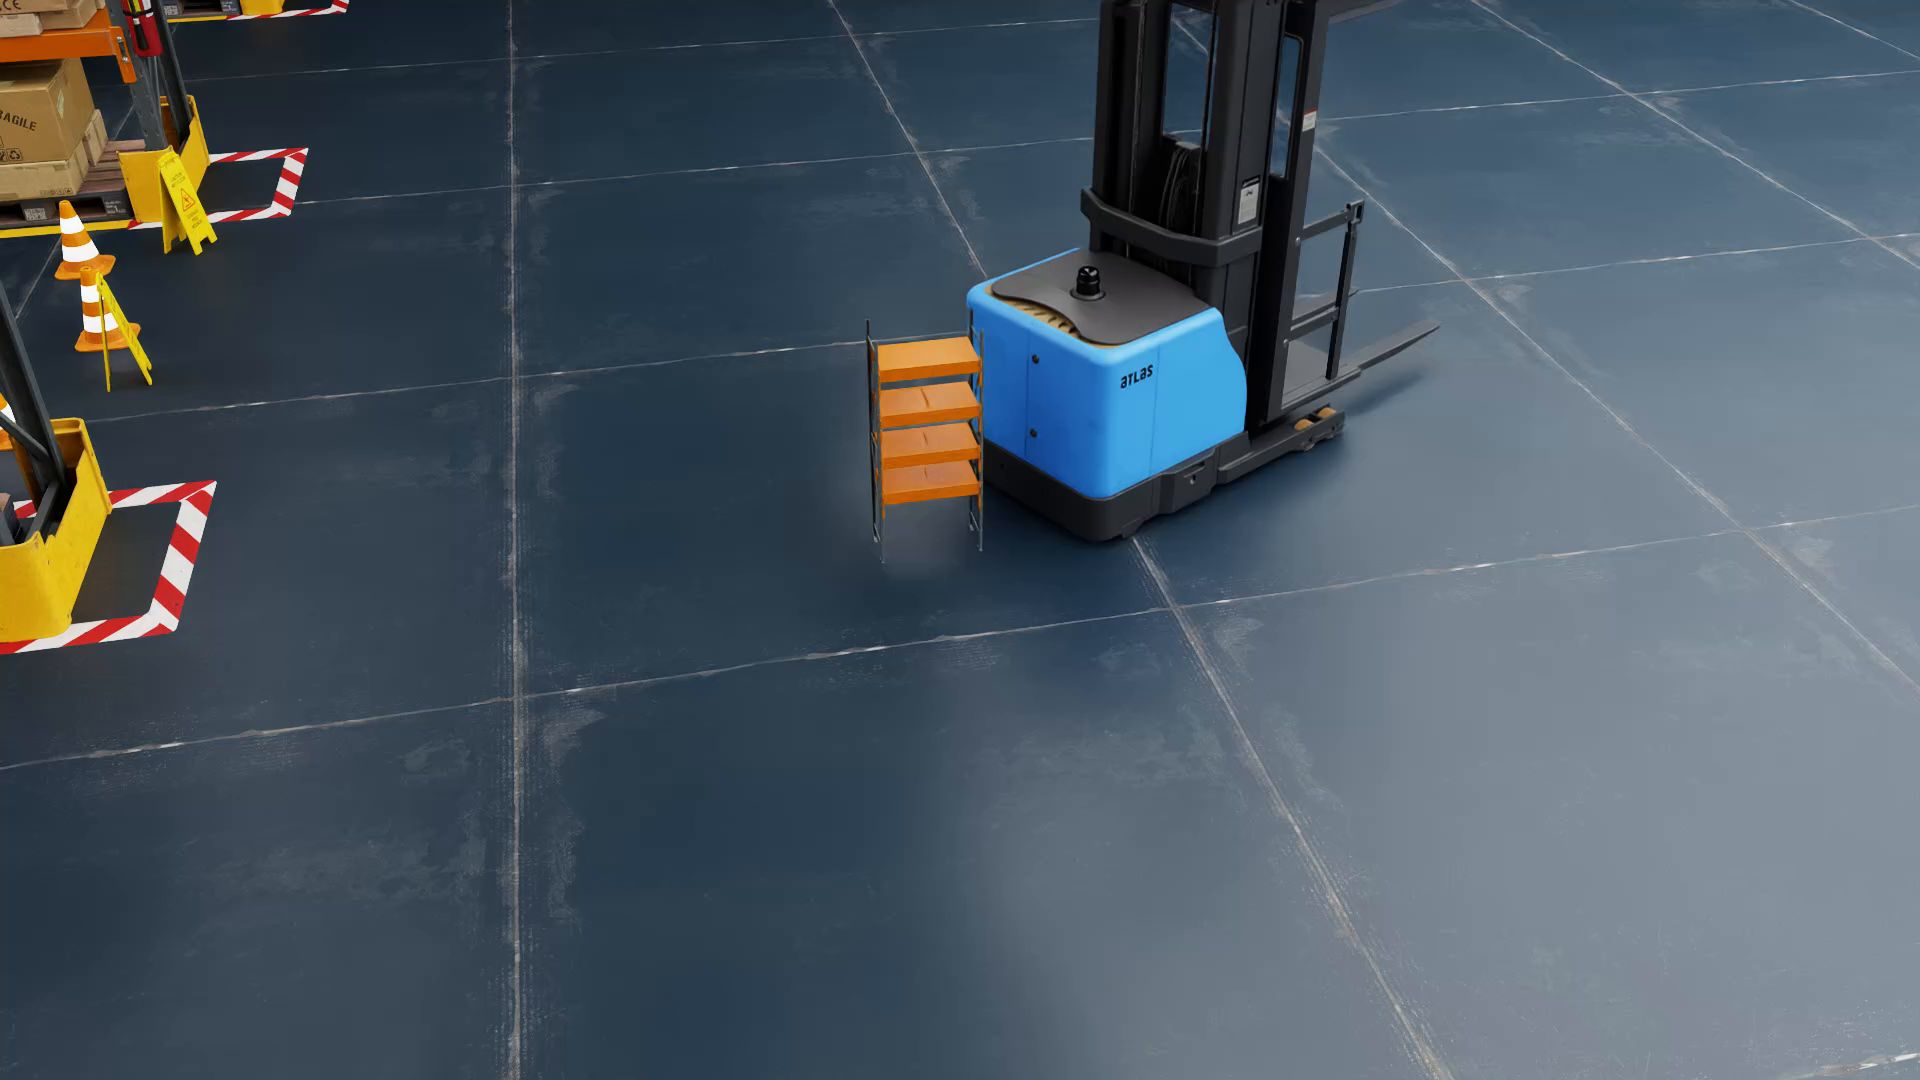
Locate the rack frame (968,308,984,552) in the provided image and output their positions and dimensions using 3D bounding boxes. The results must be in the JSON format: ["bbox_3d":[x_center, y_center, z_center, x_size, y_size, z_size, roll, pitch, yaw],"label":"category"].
[{"bbox_3d":[0.077,-0.508,7.930,0.015,1.200,0.240,-7,35,-11],"label":"rack frame"}]

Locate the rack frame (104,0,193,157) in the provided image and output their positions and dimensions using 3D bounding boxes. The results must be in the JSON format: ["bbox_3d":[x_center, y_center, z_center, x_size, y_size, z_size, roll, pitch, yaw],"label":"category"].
[{"bbox_3d":[-5.598,-3.781,11.192,0.127,3.000,1.000,-7,35,-11],"label":"rack frame"}]

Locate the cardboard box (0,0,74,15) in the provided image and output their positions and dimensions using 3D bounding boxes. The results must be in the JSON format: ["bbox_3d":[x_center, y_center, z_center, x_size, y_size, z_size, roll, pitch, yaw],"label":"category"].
[{"bbox_3d":[-6.066,-3.729,10.759,0.500,0.500,0.500,-8,35,-11],"label":"cardboard box"}]

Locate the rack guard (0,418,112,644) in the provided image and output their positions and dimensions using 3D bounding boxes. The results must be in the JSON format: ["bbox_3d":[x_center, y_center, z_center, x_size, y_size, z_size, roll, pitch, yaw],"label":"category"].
[{"bbox_3d":[-4.384,-0.068,7.902,0.348,0.500,1.175,-7,35,-11],"label":"rack guard"}]

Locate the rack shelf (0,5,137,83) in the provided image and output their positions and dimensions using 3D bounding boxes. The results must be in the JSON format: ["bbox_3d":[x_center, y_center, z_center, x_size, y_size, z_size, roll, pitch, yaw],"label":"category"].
[{"bbox_3d":[-7.548,-3.236,11.026,4.000,0.370,1.077,-7,35,-11],"label":"rack shelf"}]

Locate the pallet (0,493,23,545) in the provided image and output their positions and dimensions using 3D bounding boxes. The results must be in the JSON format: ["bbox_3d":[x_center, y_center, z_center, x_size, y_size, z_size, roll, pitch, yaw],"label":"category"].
[{"bbox_3d":[-5.170,0.196,7.769,1.213,0.211,1.003,-7,35,-11],"label":"pallet"}]

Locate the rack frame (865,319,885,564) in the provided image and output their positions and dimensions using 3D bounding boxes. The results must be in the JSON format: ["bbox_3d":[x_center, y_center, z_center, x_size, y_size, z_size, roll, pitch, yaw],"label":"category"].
[{"bbox_3d":[-0.399,-0.448,7.841,0.015,1.200,0.240,-7,35,-11],"label":"rack frame"}]

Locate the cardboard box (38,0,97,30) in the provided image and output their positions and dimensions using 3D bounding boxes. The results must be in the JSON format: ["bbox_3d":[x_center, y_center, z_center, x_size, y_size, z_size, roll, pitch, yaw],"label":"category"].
[{"bbox_3d":[-5.915,-3.514,11.020,0.250,0.149,0.380,-6,34,-9],"label":"cardboard box"}]

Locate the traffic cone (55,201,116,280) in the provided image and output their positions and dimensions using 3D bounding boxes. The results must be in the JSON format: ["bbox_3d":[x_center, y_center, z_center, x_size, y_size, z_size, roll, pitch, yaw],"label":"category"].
[{"bbox_3d":[-5.733,-1.973,10.775,0.334,0.463,0.336,-7,35,-11],"label":"traffic cone"}]

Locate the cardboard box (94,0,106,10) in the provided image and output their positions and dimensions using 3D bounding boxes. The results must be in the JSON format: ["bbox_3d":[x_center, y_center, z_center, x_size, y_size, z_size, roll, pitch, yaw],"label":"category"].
[{"bbox_3d":[-5.975,-3.747,11.367,0.250,0.149,0.380,-7,35,-10],"label":"cardboard box"}]

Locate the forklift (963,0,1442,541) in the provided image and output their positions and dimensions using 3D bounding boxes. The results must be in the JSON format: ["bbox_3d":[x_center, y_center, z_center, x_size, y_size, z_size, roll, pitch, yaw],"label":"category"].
[{"bbox_3d":[1.463,-1.897,8.447,3.031,2.935,1.130,-26,42,-33],"label":"forklift"}]

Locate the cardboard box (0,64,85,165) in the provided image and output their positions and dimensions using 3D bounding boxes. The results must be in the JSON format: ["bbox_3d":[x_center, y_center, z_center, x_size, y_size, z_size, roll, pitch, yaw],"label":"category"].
[{"bbox_3d":[-6.322,-2.884,11.274,0.500,0.500,0.500,-7,34,-10],"label":"cardboard box"}]

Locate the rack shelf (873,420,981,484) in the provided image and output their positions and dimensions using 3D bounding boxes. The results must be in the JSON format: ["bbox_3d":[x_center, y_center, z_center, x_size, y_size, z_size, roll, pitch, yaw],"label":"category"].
[{"bbox_3d":[-0.161,-0.422,7.923,0.480,0.148,0.258,-7,35,-11],"label":"rack shelf"}]

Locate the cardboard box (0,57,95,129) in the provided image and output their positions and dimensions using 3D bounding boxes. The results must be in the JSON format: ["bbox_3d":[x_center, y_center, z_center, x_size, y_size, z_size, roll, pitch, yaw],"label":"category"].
[{"bbox_3d":[-6.469,-3.173,11.703,0.500,0.500,0.500,-8,35,-12],"label":"cardboard box"}]

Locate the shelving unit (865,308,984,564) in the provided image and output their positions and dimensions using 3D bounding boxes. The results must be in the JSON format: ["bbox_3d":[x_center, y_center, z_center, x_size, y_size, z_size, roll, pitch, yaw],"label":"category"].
[{"bbox_3d":[-0.161,-0.478,7.885,0.503,1.200,0.258,-7,35,-11],"label":"shelving unit"}]

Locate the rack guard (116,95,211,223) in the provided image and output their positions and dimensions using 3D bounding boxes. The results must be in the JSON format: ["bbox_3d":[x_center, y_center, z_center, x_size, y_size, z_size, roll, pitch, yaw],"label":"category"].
[{"bbox_3d":[-5.672,-2.733,11.874,0.348,0.500,1.175,-7,35,-11],"label":"rack guard"}]

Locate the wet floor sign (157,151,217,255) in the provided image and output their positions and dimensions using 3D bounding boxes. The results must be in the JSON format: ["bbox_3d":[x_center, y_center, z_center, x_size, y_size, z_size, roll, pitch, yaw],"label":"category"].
[{"bbox_3d":[-5.176,-2.245,11.016,0.232,0.644,0.267,4,34,6],"label":"wet floor sign"}]

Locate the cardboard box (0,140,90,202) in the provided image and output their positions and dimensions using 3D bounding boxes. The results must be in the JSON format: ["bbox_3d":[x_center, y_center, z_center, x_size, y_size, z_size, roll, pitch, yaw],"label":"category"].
[{"bbox_3d":[-6.350,-2.565,11.471,0.500,0.250,0.500,-7,35,-11],"label":"cardboard box"}]

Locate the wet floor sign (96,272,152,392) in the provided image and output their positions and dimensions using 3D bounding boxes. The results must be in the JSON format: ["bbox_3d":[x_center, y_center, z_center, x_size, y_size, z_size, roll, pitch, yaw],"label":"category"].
[{"bbox_3d":[-4.816,-1.205,9.466,0.232,0.644,0.267,-13,36,-19],"label":"wet floor sign"}]

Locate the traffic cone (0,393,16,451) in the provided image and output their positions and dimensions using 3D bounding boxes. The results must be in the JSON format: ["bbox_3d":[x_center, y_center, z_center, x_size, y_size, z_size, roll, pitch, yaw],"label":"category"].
[{"bbox_3d":[-5.238,-0.756,8.961,0.334,0.463,0.336,-7,35,-11],"label":"traffic cone"}]

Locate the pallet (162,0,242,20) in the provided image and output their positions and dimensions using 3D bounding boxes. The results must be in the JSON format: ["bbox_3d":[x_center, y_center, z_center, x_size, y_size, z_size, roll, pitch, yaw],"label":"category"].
[{"bbox_3d":[-7.433,-5.203,15.814,1.213,0.211,1.003,-7,35,-11],"label":"pallet"}]

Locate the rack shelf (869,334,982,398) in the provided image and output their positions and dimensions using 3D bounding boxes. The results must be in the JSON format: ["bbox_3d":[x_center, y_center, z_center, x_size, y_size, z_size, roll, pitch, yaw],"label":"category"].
[{"bbox_3d":[-0.161,-0.804,7.666,0.480,0.148,0.258,-7,35,-11],"label":"rack shelf"}]

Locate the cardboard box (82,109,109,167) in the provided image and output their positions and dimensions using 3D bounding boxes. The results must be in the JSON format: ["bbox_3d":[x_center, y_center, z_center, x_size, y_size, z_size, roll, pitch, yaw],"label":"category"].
[{"bbox_3d":[-6.446,-2.864,11.917,0.500,0.250,0.500,-7,35,-11],"label":"cardboard box"}]

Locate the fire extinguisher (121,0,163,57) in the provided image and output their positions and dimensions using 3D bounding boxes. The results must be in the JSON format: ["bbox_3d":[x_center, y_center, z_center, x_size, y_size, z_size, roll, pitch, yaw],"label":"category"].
[{"bbox_3d":[-5.384,-3.512,10.861,0.183,0.674,0.296,-7,35,-11],"label":"fire extinguisher"}]

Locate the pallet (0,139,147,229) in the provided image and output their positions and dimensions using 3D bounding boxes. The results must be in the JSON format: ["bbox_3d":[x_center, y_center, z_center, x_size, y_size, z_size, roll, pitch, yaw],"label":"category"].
[{"bbox_3d":[-6.472,-2.533,11.835,1.213,0.211,1.003,-7,35,-11],"label":"pallet"}]

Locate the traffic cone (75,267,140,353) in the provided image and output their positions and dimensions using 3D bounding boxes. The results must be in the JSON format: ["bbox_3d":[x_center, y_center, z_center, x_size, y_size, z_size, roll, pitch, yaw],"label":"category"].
[{"bbox_3d":[-5.156,-1.412,9.938,0.334,0.463,0.336,-7,35,-11],"label":"traffic cone"}]

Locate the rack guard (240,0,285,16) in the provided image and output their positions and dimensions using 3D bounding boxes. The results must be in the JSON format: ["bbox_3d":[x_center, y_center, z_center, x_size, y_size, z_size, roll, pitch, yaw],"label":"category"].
[{"bbox_3d":[-6.673,-5.443,15.912,0.348,0.500,1.175,-7,35,-11],"label":"rack guard"}]

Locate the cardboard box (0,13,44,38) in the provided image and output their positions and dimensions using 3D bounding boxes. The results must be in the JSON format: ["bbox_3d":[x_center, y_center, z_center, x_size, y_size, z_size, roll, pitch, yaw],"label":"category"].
[{"bbox_3d":[-6.138,-3.423,10.884,0.250,0.149,0.380,-8,35,-11],"label":"cardboard box"}]

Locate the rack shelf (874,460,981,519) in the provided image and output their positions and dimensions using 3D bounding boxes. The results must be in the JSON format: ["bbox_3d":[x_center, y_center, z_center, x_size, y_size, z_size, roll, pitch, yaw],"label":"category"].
[{"bbox_3d":[-0.161,-0.257,8.033,0.480,0.148,0.258,-7,35,-11],"label":"rack shelf"}]

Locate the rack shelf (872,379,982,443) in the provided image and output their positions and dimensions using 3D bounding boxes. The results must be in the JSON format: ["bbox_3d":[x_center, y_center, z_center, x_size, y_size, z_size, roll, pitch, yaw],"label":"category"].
[{"bbox_3d":[-0.161,-0.608,7.798,0.480,0.148,0.258,-7,35,-11],"label":"rack shelf"}]

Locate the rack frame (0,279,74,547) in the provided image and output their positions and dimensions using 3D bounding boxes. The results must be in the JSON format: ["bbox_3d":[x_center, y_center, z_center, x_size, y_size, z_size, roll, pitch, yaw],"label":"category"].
[{"bbox_3d":[-4.407,-1.103,7.201,0.127,3.000,1.000,-7,35,-11],"label":"rack frame"}]
